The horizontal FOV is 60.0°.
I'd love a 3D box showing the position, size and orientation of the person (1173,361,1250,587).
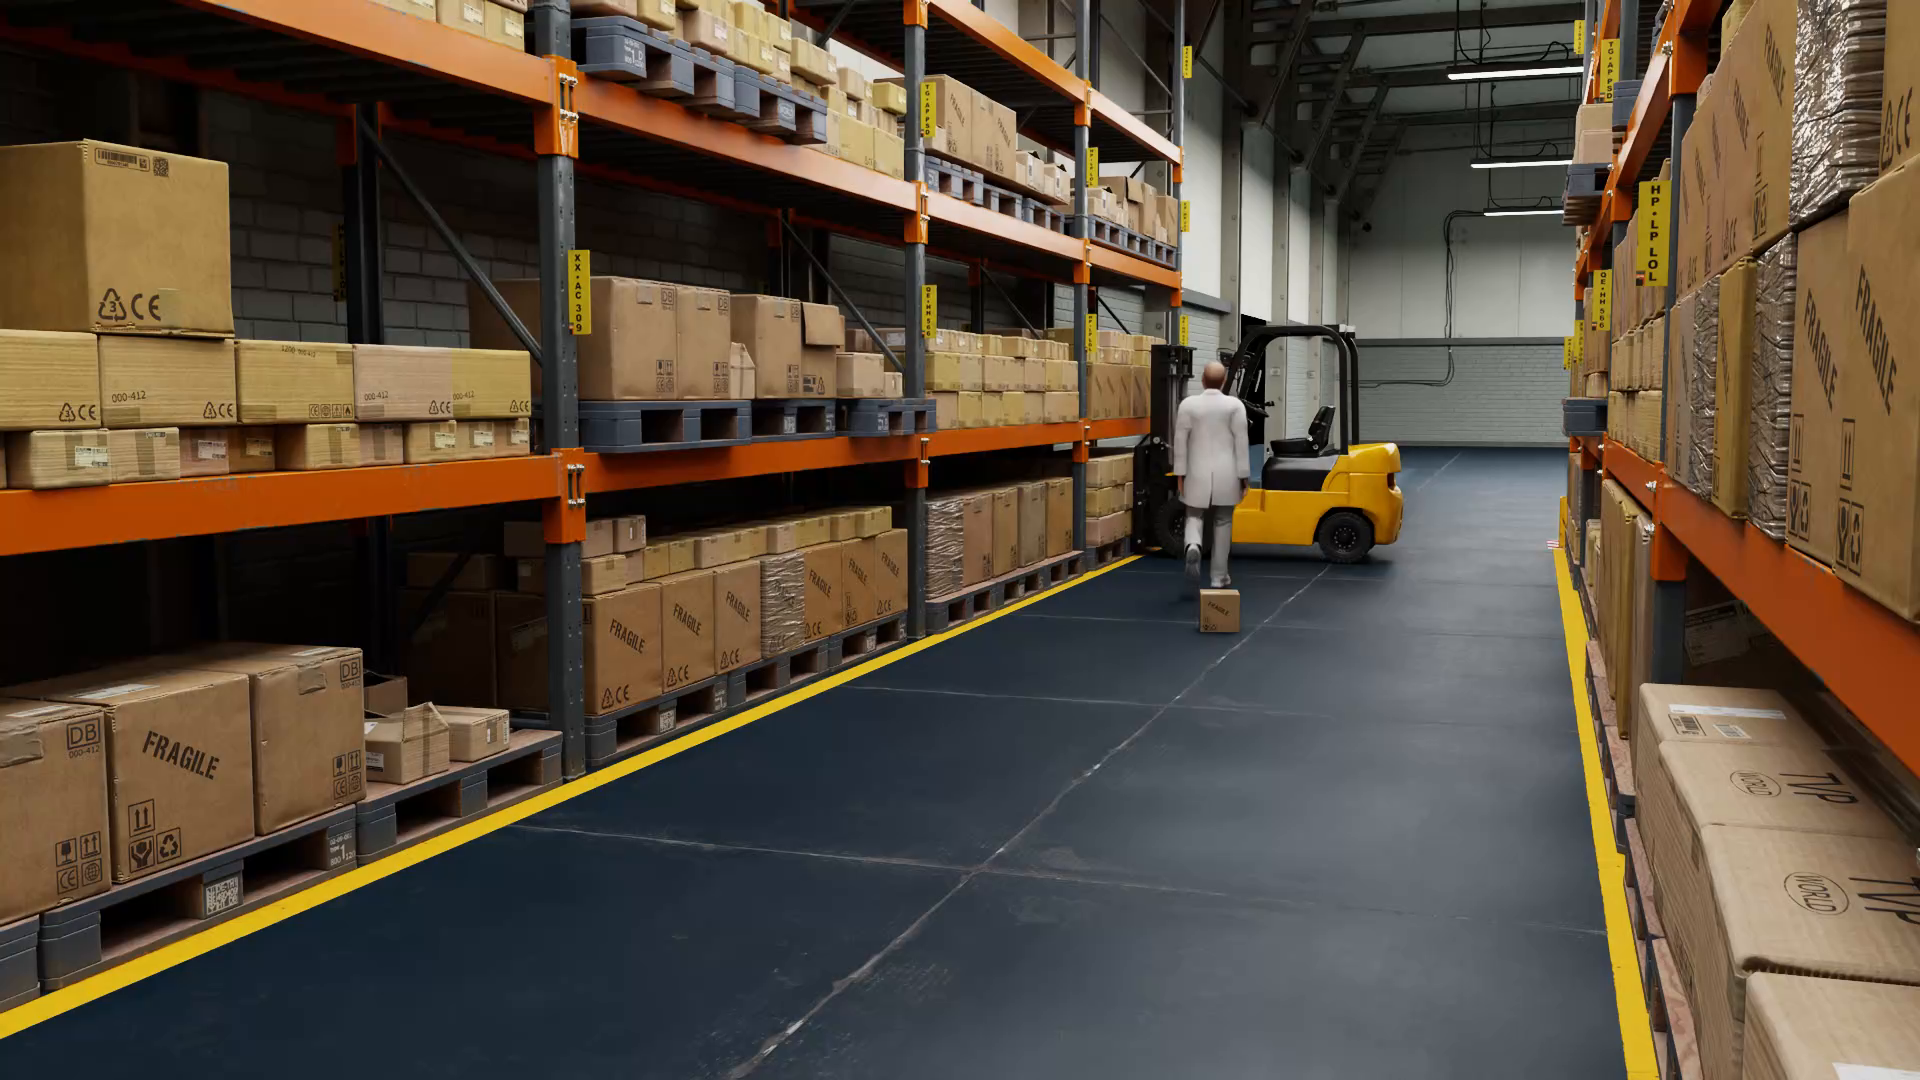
[{"bbox_3d":[1.954,-0.504,12.912,0.594,1.757,0.717,1,5,15],"label":"person"}]
